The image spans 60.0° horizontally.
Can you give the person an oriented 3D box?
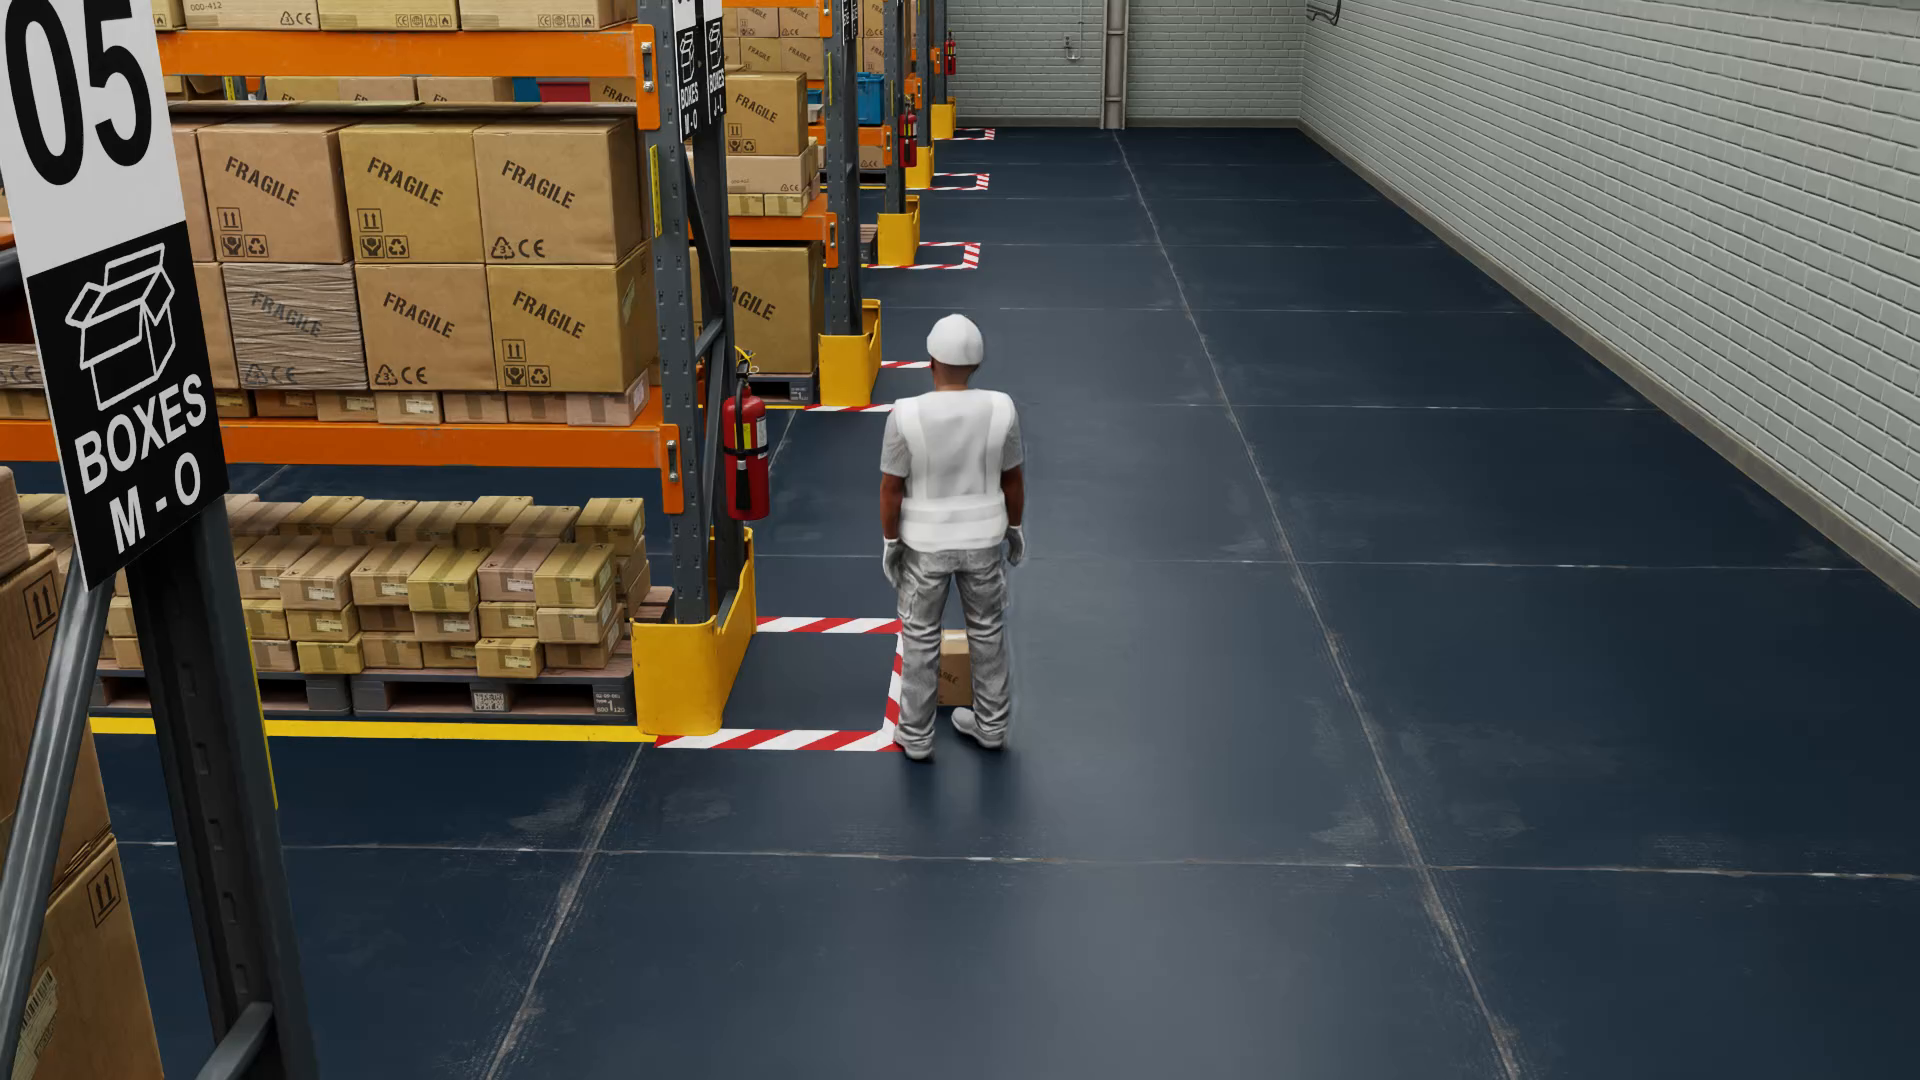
[{"bbox_3d":[-0.026,-0.004,6.497,0.589,1.796,0.388,-4,21,-10],"label":"person"}]
